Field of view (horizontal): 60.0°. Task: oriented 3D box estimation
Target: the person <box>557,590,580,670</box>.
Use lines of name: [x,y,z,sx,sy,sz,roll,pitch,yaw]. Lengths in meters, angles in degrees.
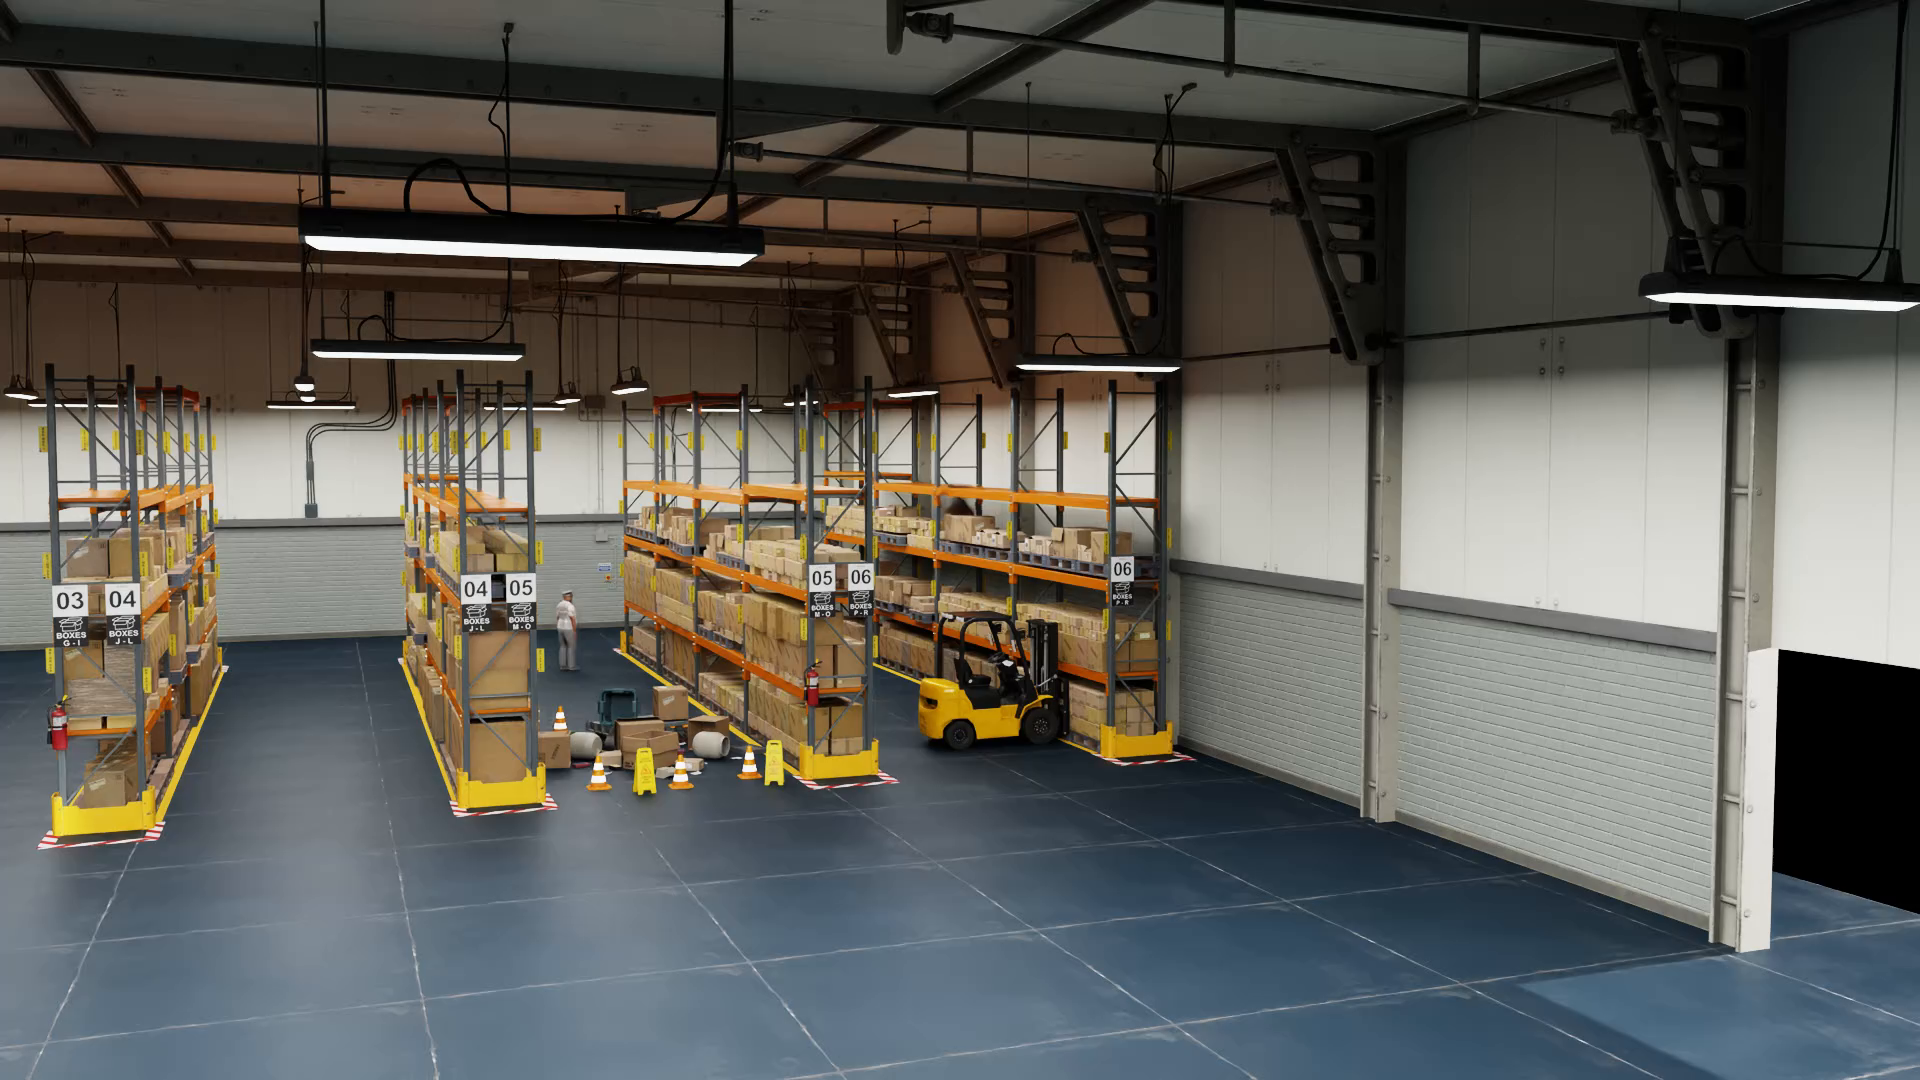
person: [-8.603,1.976,36.539,0.591,1.764,0.445,3,4,38]
